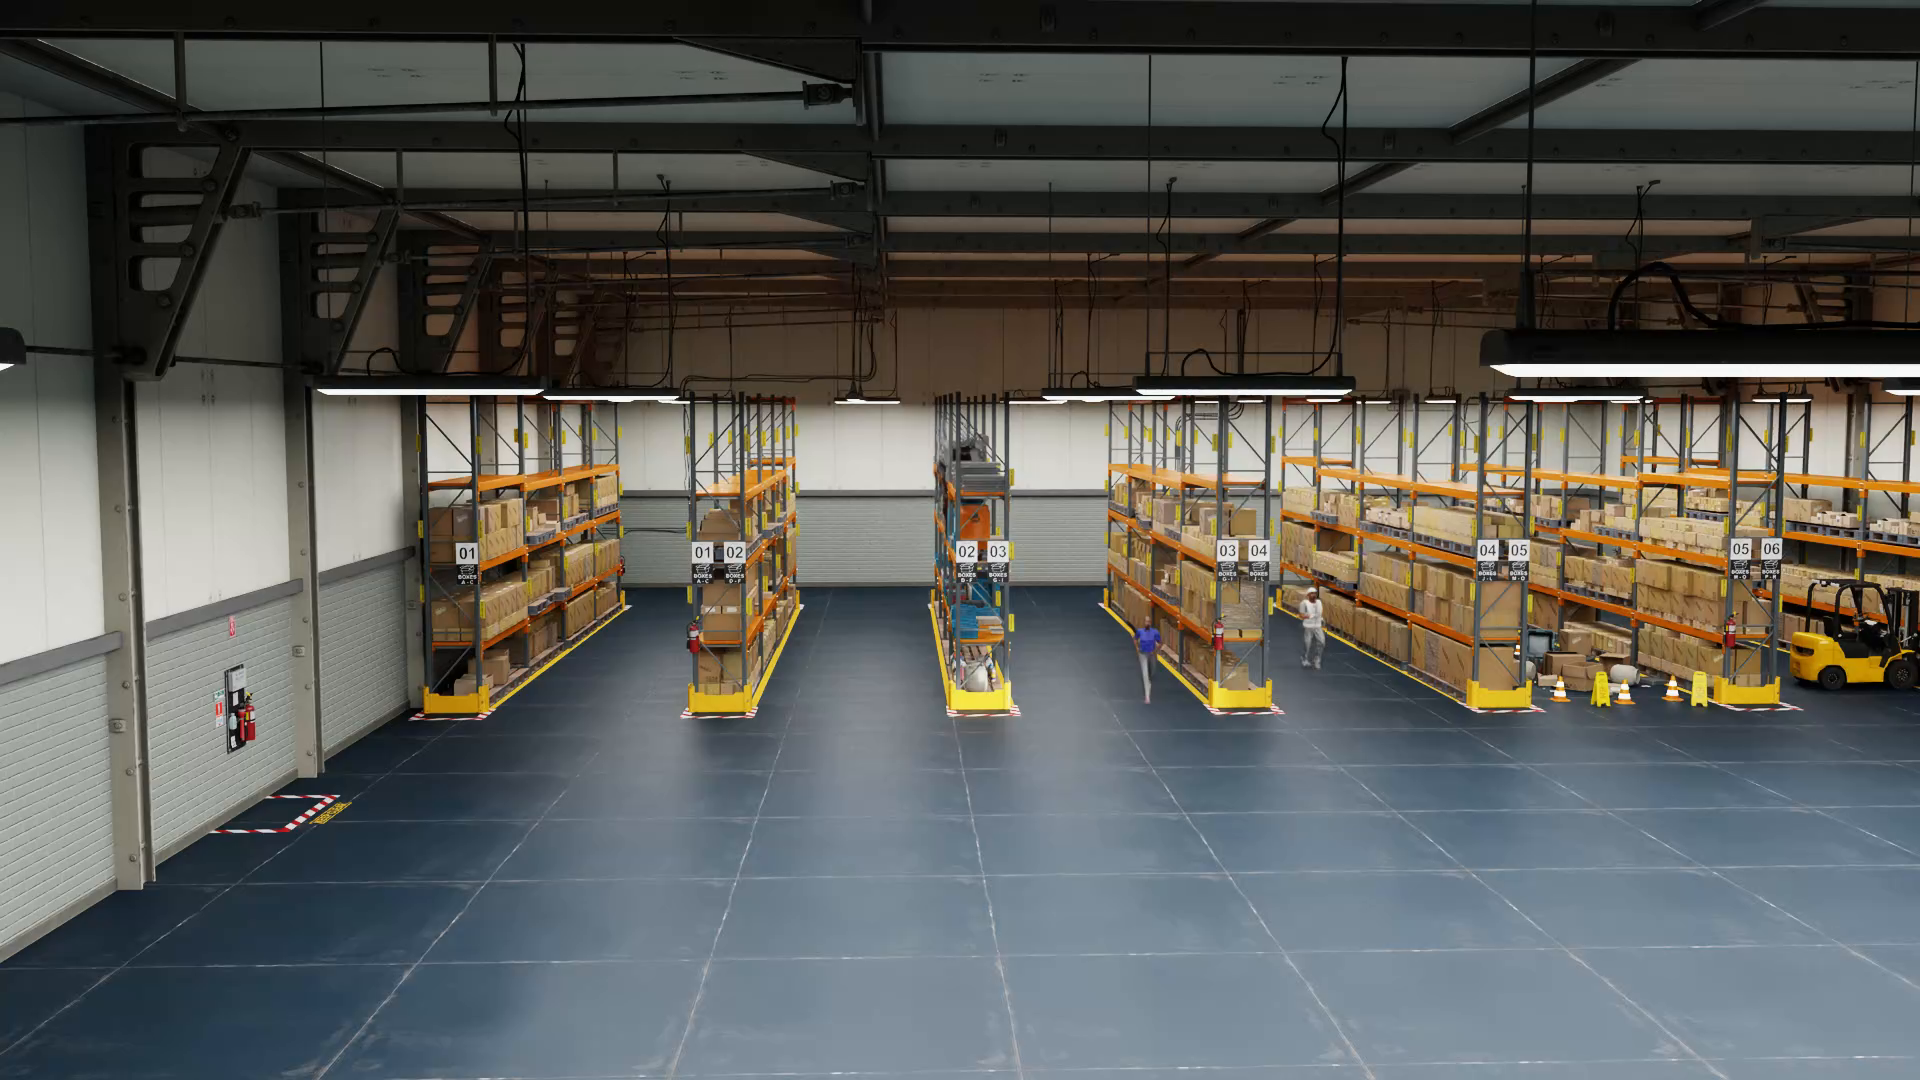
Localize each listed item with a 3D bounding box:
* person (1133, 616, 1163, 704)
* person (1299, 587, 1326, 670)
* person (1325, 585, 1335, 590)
[{"bbox_3d":[3.682,2.314,32.512,0.546,1.659,1.077,0,5,-2],"label":"person"},{"bbox_3d":[7.707,1.930,36.290,0.656,1.810,0.727,-1,5,-12],"label":"person"},{"bbox_3d":[11.071,0.943,49.050,0.580,1.721,0.718,-1,5,-6],"label":"person"}]
